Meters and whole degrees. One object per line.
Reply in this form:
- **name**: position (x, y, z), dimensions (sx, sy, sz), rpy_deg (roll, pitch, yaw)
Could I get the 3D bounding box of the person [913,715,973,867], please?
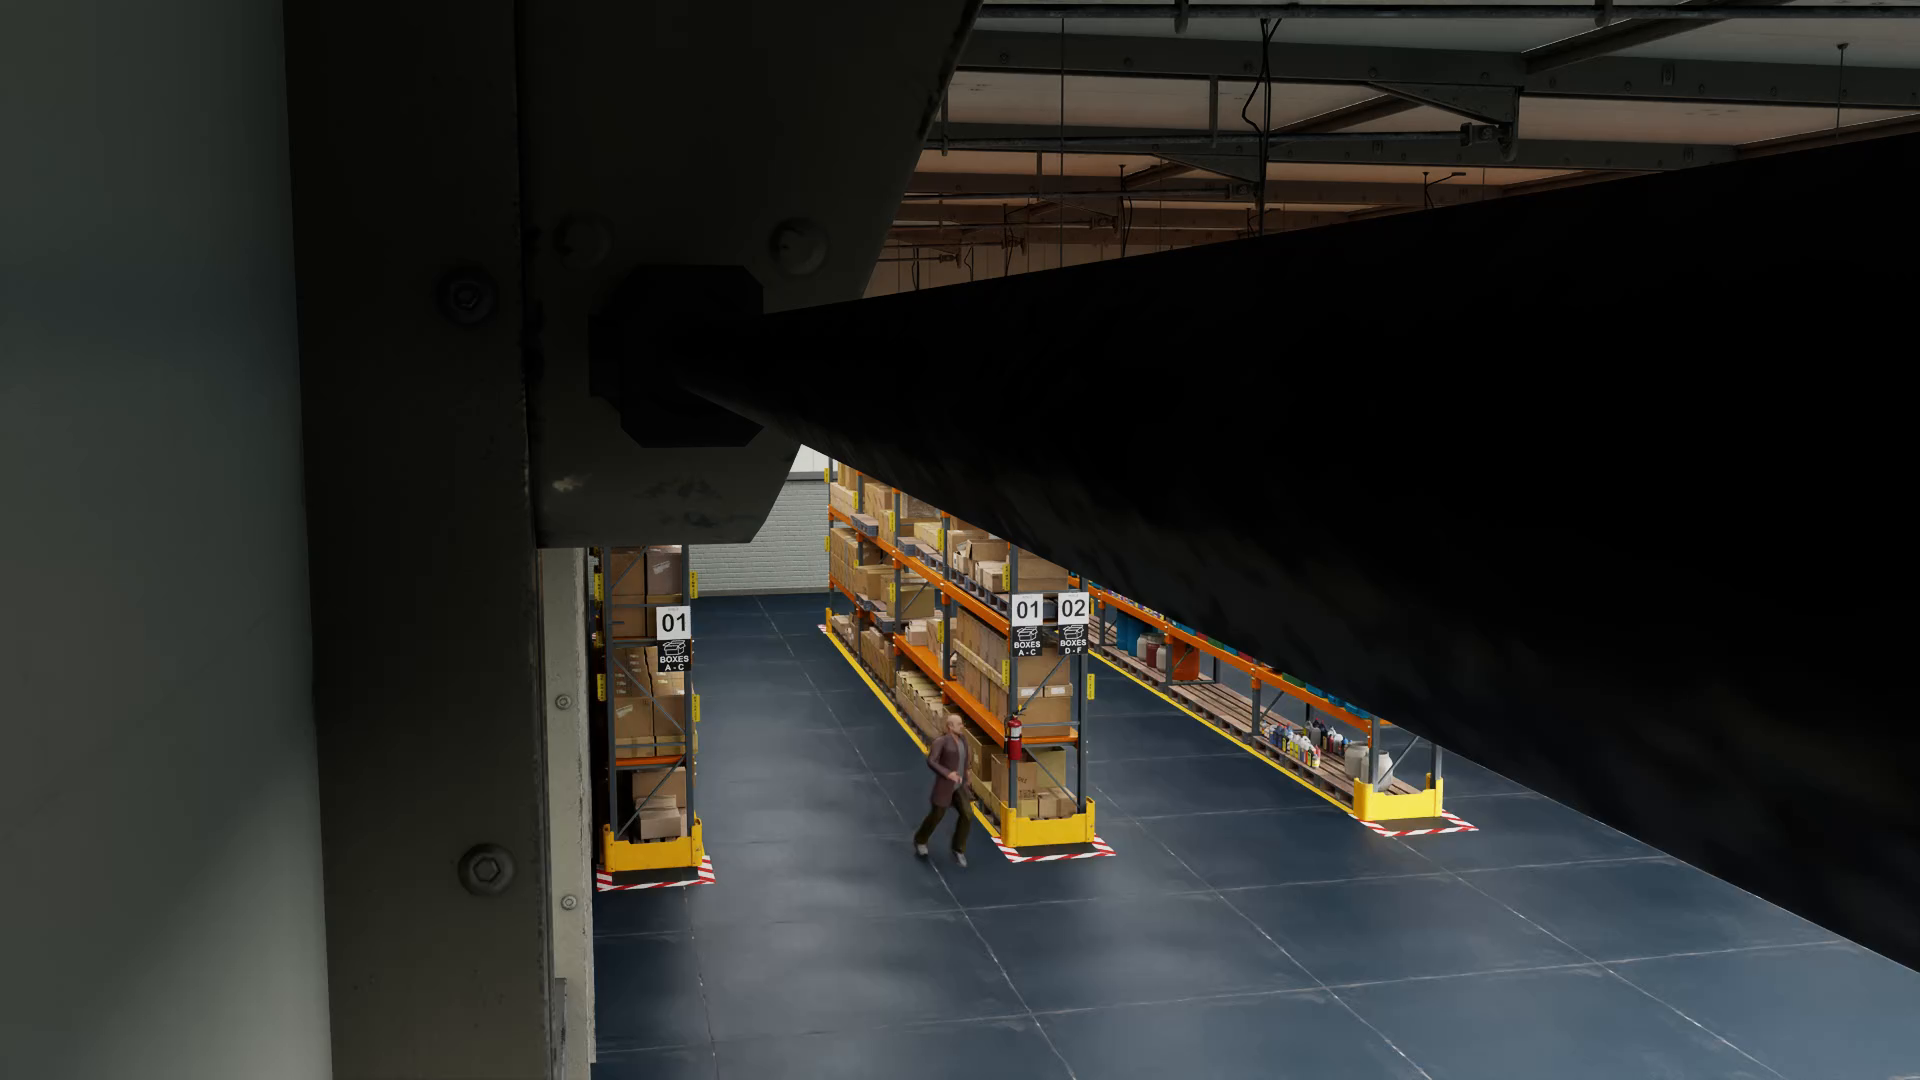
- **person**: position (-0.108, 3.046, 20.459), dimensions (0.767, 1.808, 0.855), rpy_deg (-6, 9, -41)
